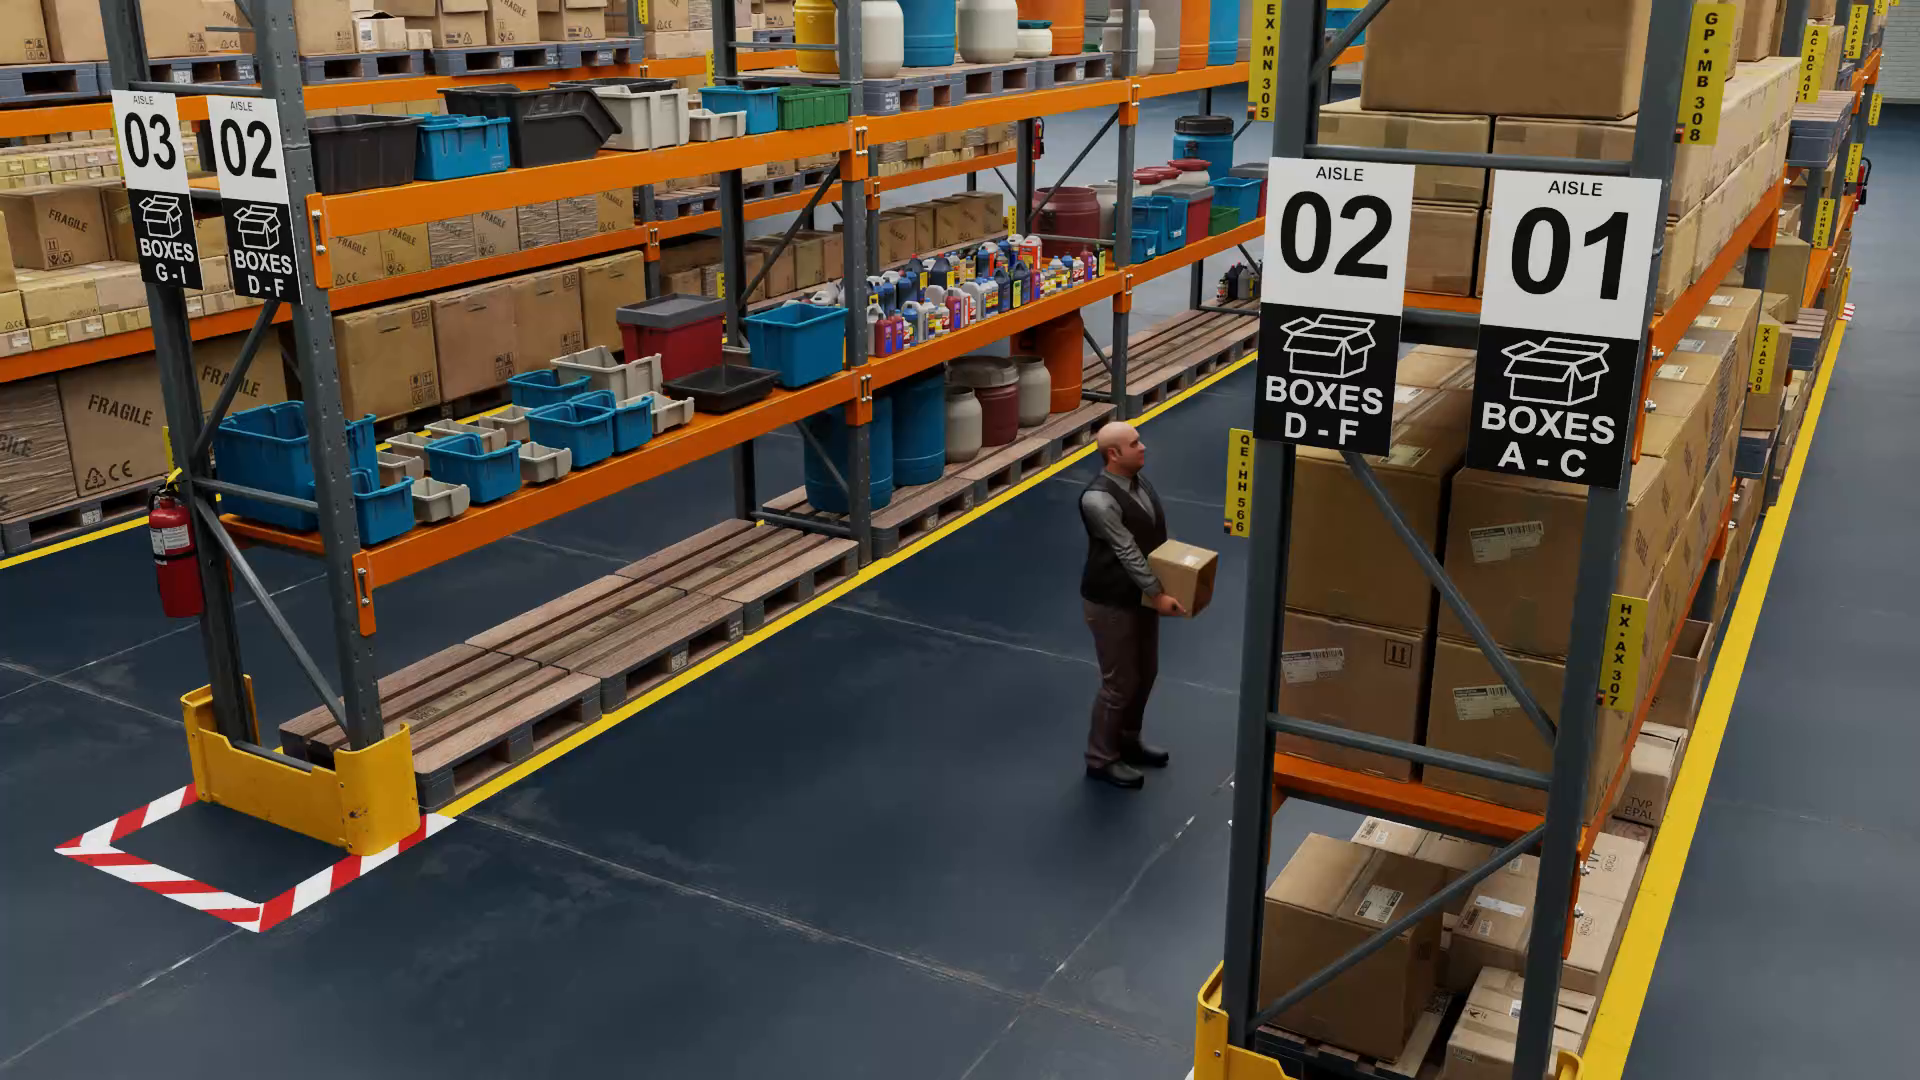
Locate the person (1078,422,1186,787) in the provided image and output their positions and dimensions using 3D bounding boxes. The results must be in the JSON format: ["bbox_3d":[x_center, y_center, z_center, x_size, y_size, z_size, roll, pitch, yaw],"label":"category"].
[{"bbox_3d":[0.850,0.300,7.762,0.551,1.712,0.494,11,22,28],"label":"person"}]
